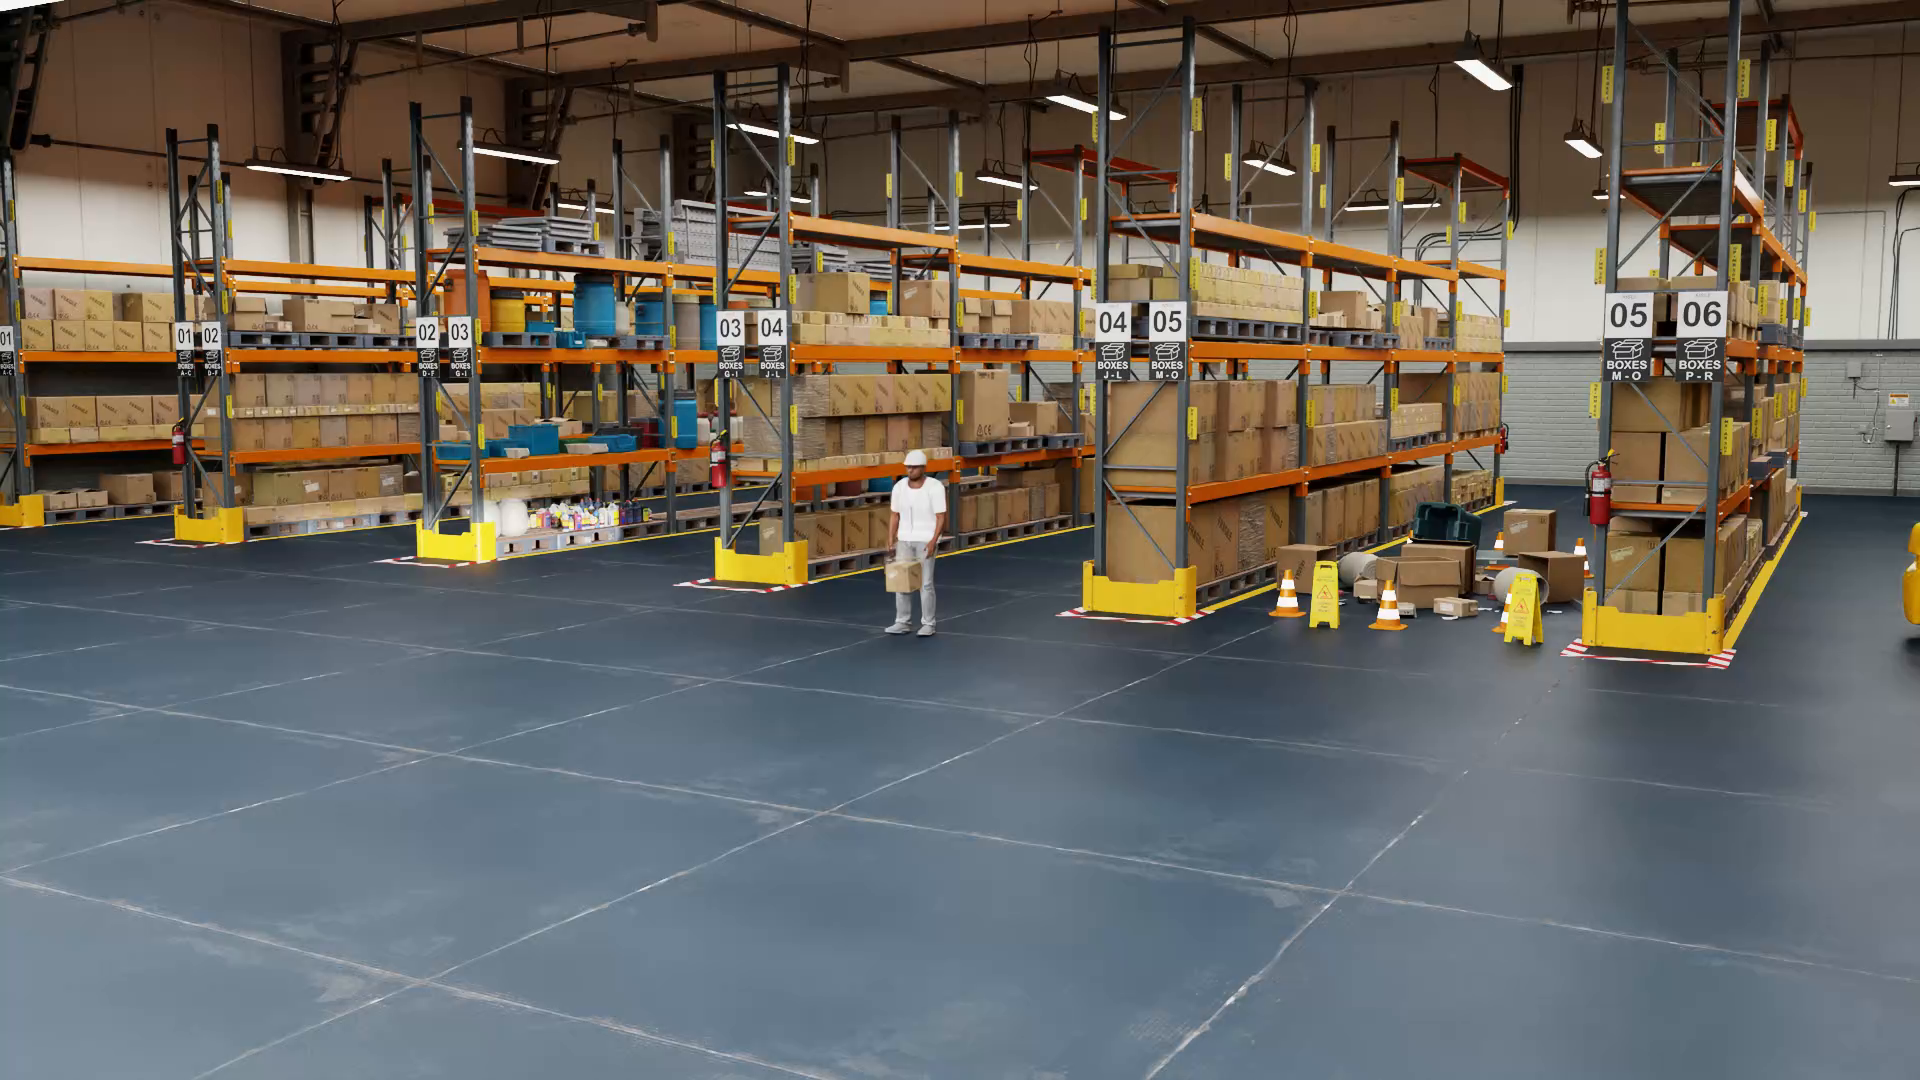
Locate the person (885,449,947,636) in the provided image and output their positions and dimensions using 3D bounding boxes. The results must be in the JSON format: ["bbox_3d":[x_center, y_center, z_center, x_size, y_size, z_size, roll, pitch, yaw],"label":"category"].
[{"bbox_3d":[-0.409,0.020,15.832,0.586,1.766,0.419,3,7,27],"label":"person"}]
